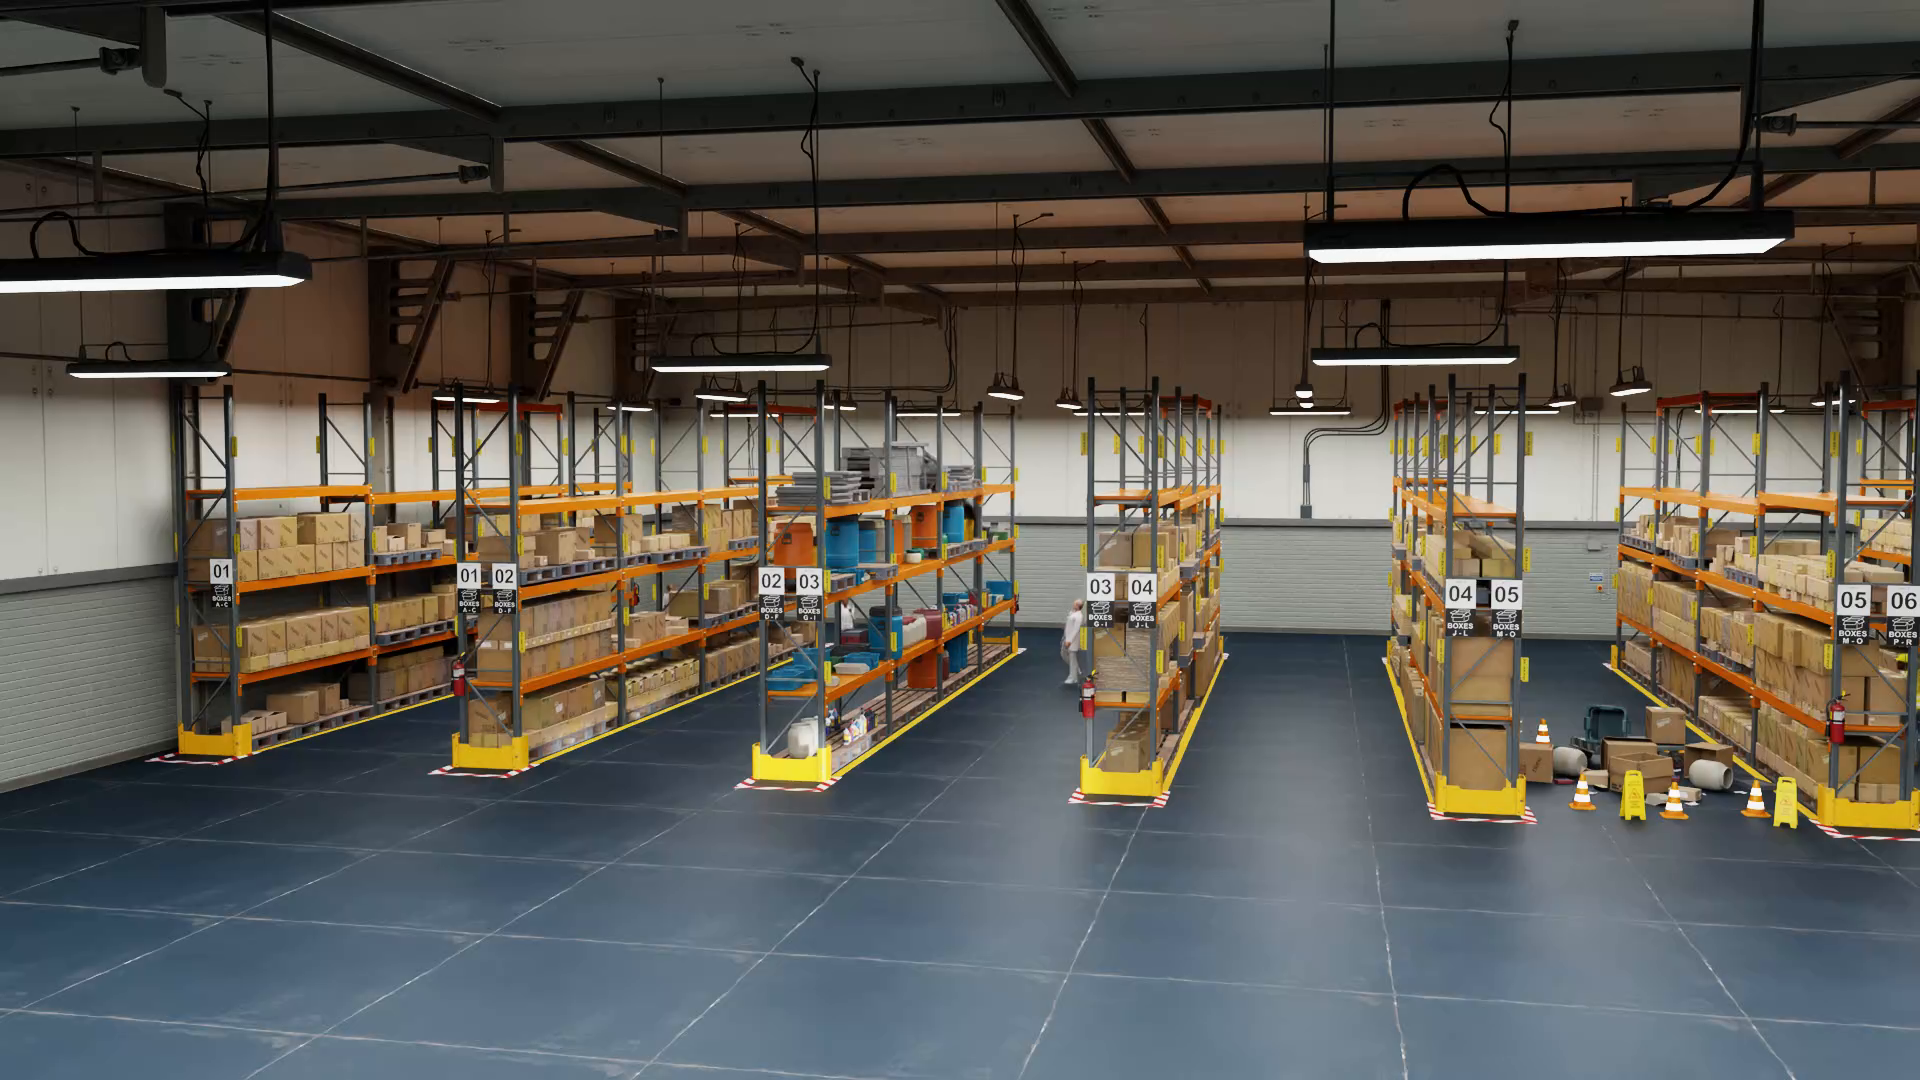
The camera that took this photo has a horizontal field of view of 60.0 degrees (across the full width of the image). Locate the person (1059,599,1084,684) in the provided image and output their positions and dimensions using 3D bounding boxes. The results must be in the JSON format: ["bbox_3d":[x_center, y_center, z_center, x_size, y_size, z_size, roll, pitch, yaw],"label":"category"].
[{"bbox_3d":[2.354,2.118,35.011,0.513,1.762,0.685,-1,3,-16],"label":"person"}]

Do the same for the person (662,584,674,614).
[{"bbox_3d":[-7.315,1.890,41.848,0.569,1.579,0.447,0,3,2],"label":"person"}]

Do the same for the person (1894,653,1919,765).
[{"bbox_3d":[15.046,2.692,26.307,0.749,1.785,0.622,1,3,9],"label":"person"}]

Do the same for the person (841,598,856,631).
[{"bbox_3d":[-2.543,2.035,37.204,0.461,1.652,0.665,1,3,10],"label":"person"}]
